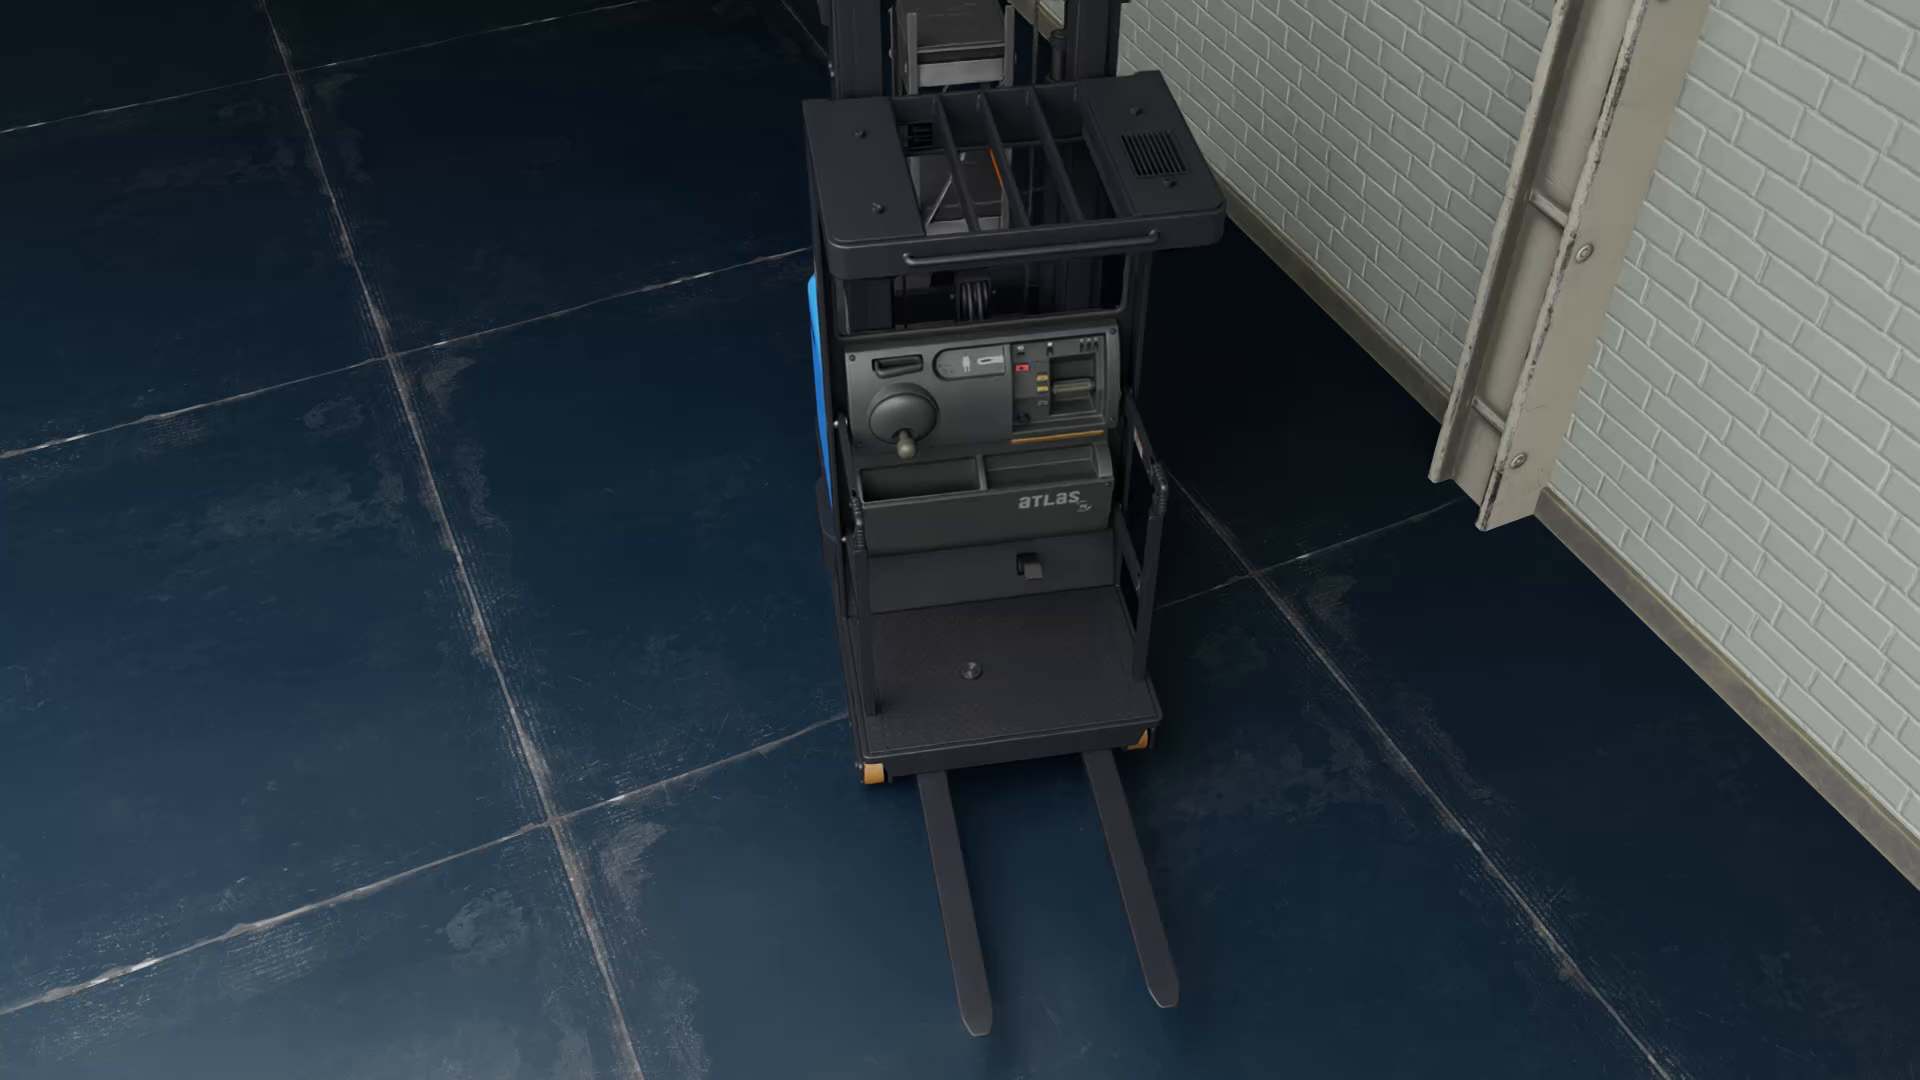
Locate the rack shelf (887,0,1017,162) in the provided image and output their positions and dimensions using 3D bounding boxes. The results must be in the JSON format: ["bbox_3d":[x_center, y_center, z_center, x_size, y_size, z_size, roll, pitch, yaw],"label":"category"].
[{"bbox_3d":[-0.036,-1.854,6.526,0.431,0.518,0.480,-7,45,-7],"label":"rack shelf"}]

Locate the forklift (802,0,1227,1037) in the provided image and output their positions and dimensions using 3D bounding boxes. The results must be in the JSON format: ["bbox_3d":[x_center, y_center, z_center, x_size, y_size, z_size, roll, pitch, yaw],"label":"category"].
[{"bbox_3d":[0.120,-0.413,5.450,1.130,2.935,3.031,-7,45,-7],"label":"forklift"}]

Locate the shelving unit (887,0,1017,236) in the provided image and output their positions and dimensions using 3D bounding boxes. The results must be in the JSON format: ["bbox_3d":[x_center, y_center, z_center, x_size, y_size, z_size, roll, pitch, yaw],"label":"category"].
[{"bbox_3d":[-0.036,-1.366,7.008,0.431,2.100,0.503,-7,45,-7],"label":"shelving unit"}]

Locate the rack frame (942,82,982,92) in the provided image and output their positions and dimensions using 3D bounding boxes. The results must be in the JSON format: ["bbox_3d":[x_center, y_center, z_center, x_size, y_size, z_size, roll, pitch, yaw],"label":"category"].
[{"bbox_3d":[-0.076,-1.535,7.179,0.400,2.100,0.015,-7,45,-7],"label":"rack frame"}]

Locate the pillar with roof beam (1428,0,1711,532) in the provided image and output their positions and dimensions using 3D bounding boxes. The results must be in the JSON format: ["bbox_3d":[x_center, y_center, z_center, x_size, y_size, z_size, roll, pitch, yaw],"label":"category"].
[{"bbox_3d":[-1.603,-2.138,2.878,9.100,9.000,0.400,-18,47,-17],"label":"pillar with roof beam"}]

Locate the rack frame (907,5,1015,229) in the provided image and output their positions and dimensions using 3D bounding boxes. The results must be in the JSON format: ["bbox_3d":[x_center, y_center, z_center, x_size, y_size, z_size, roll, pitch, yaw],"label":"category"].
[{"bbox_3d":[0.004,-1.197,6.837,0.400,2.100,0.015,-7,45,-7],"label":"rack frame"}]

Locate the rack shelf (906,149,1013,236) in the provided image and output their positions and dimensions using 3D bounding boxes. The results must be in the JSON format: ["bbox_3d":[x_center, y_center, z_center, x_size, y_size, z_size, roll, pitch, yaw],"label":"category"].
[{"bbox_3d":[-0.036,-1.356,7.018,0.431,0.518,0.480,-7,45,-7],"label":"rack shelf"}]
